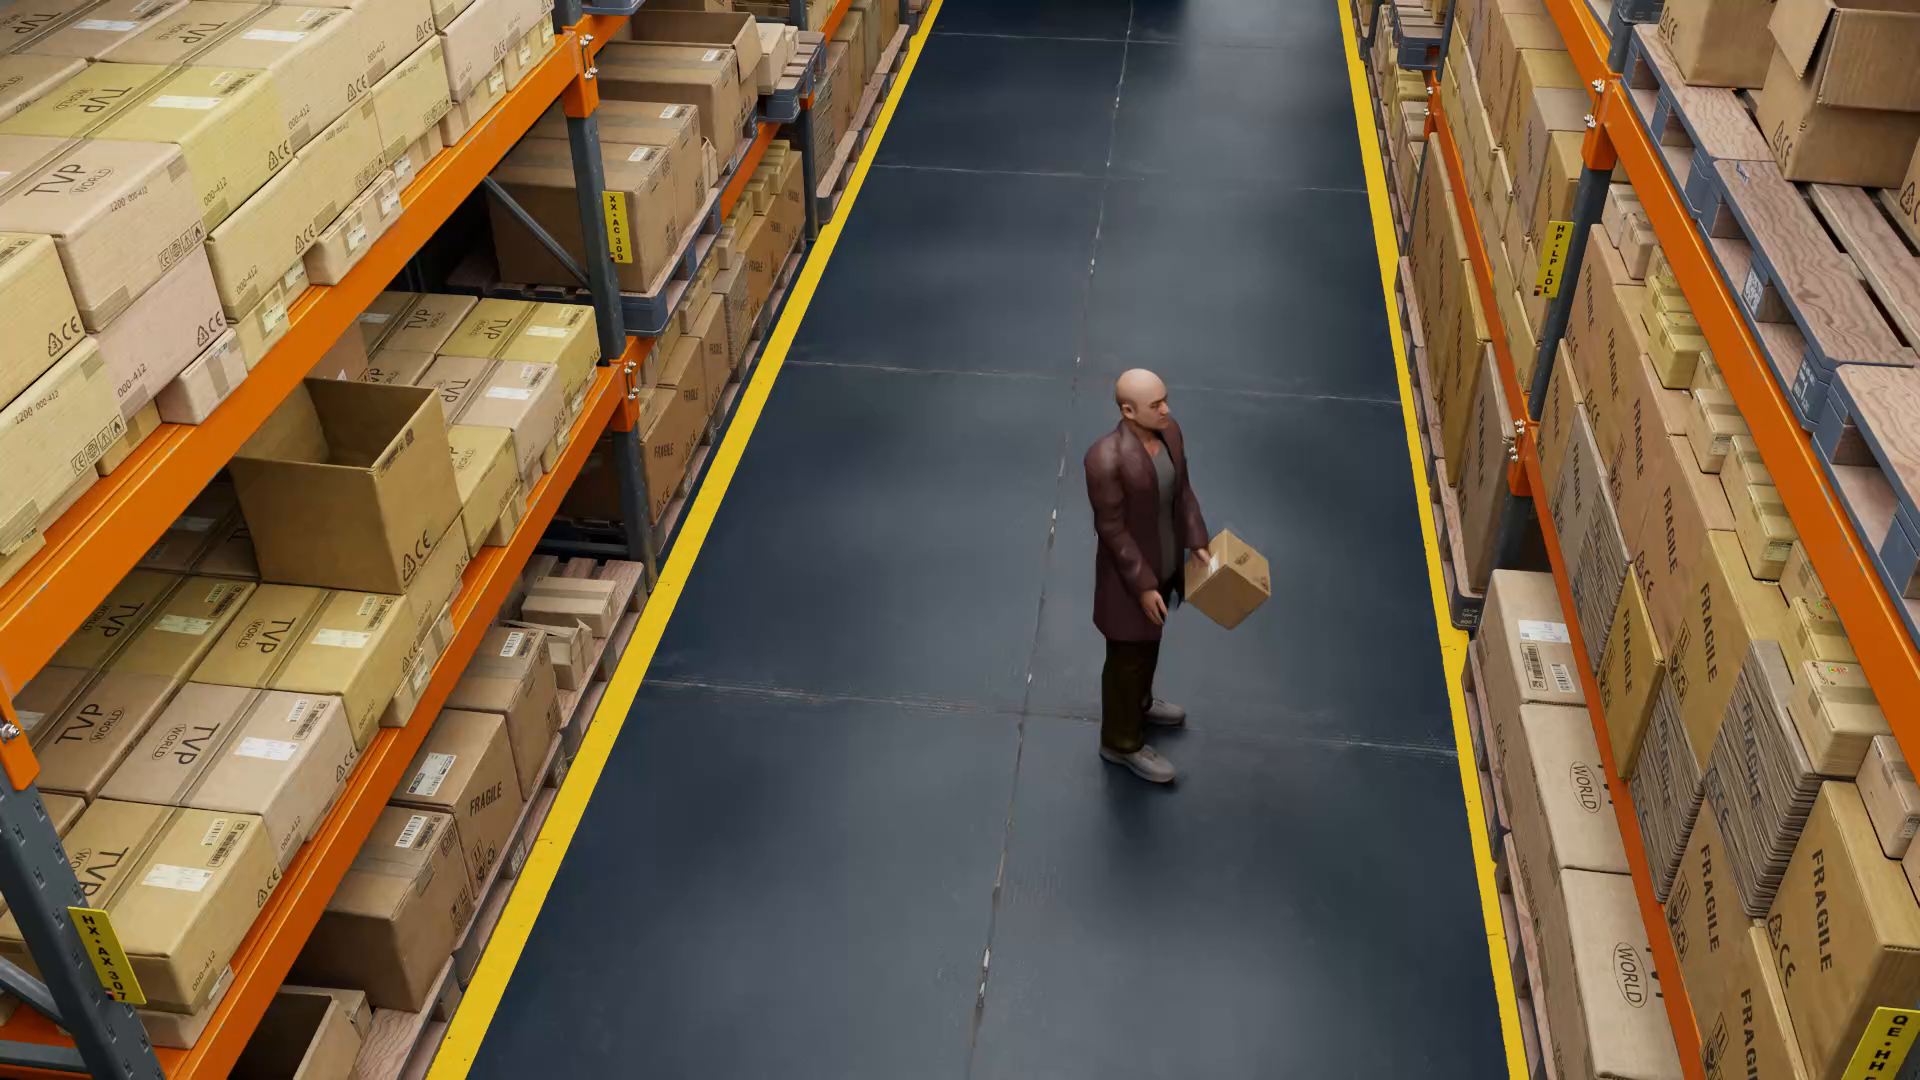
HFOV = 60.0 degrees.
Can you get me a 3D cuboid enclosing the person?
[{"bbox_3d":[0.823,0.134,6.849,0.557,1.781,0.579,26,43,31],"label":"person"}]
